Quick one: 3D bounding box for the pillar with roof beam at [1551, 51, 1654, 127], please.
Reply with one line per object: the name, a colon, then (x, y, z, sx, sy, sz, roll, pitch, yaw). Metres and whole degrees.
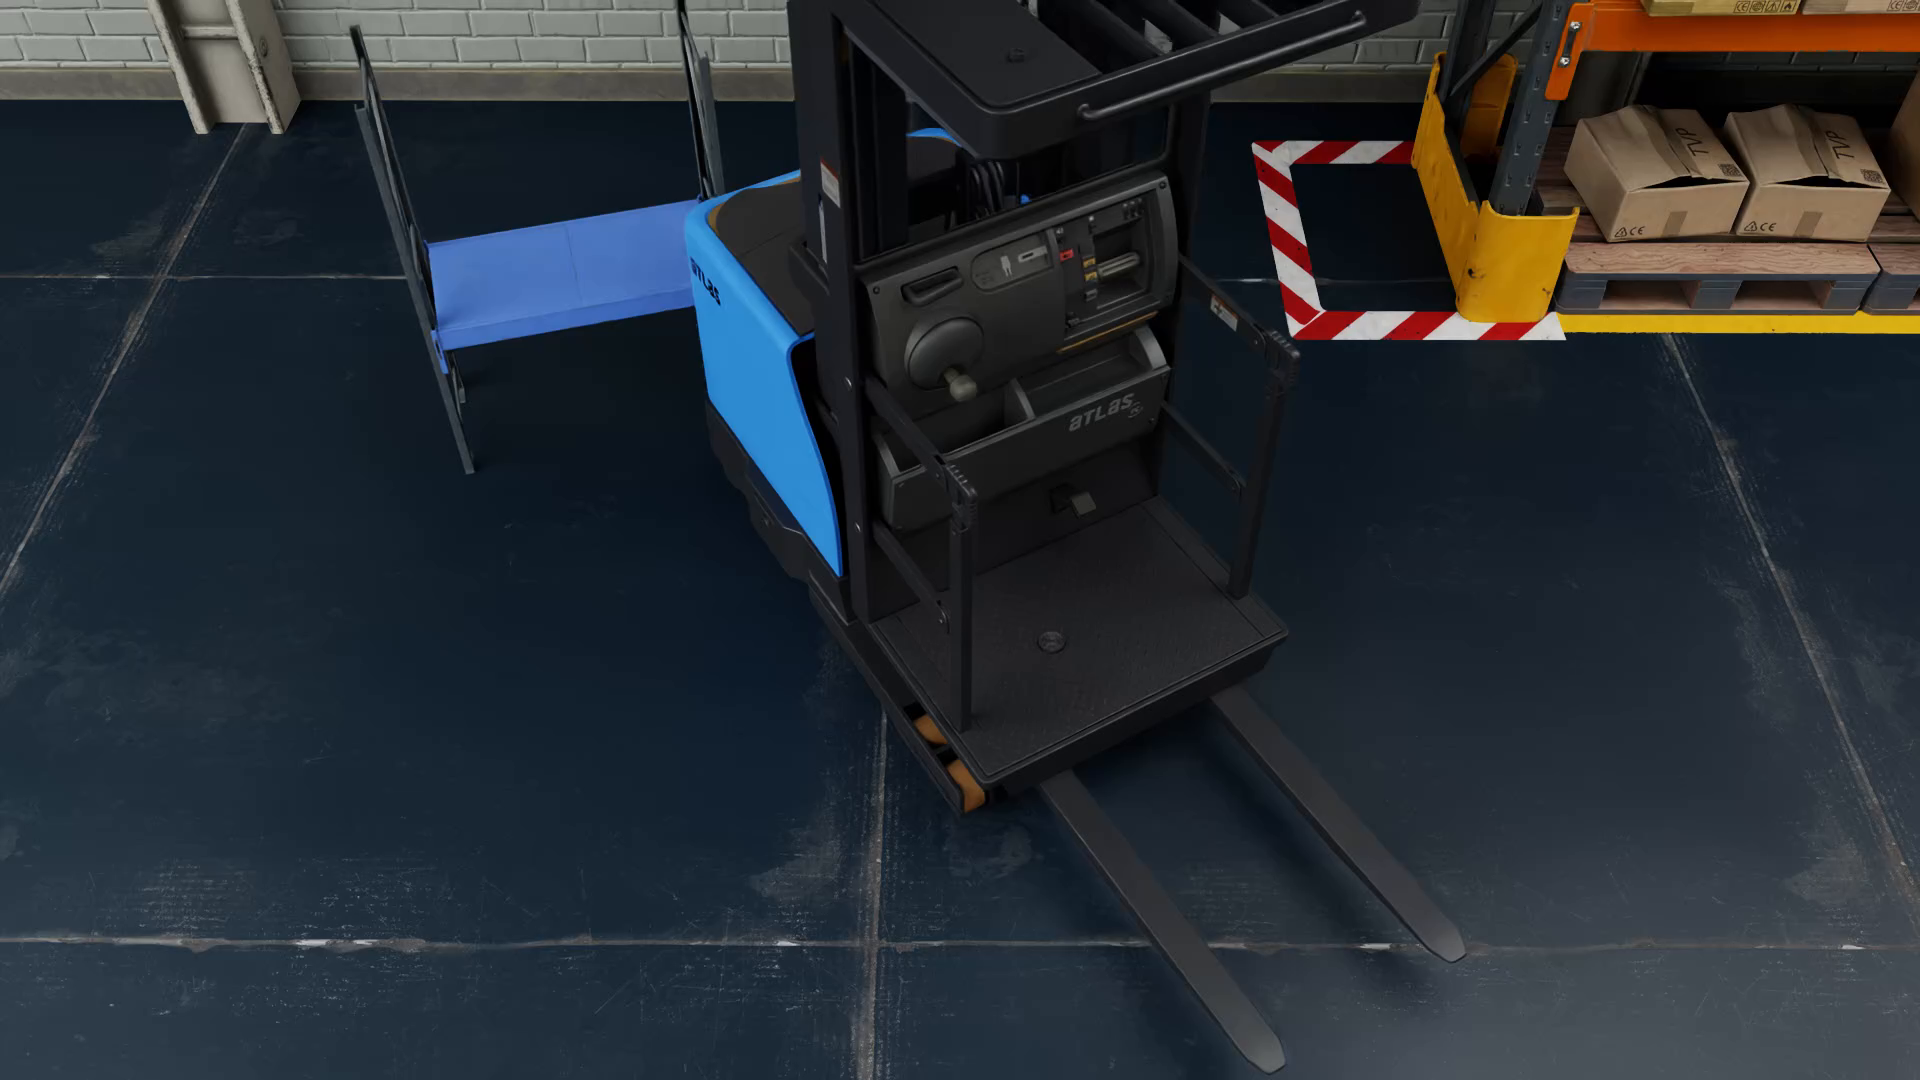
pillar with roof beam: (2.760, -1.831, 1.306, 0.400, 9.000, 9.100, 0, 47, 0)

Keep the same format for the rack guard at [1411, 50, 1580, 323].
rack guard: (2.149, -1.455, 6.762, 0.348, 0.500, 1.175, 0, 47, 0)

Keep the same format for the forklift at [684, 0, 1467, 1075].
forklift: (0.291, -0.575, 4.282, 1.130, 2.935, 3.031, -24, 51, -20)

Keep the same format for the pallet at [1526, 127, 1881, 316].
pallet: (2.962, -1.328, 6.842, 1.213, 0.211, 1.003, 0, 47, 0)

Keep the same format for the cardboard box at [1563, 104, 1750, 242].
cardboard box: (2.765, -1.473, 6.608, 0.500, 0.311, 0.500, -5, 47, -4)

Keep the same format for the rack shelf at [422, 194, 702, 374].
rack shelf: (-1.338, -0.906, 5.814, 1.000, 0.185, 0.538, -12, 48, -11)

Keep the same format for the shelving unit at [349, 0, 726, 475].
shelving unit: (-1.338, -1.028, 5.682, 1.048, 1.500, 0.538, -12, 48, -11)

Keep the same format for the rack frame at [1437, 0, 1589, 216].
rack frame: (2.073, -2.306, 5.848, 0.127, 3.000, 1.000, 0, 47, 0)

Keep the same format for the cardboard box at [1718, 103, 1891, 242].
cardboard box: (3.335, -1.471, 6.606, 0.500, 0.311, 0.500, 4, 47, 3)

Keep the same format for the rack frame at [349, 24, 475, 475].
rack frame: (-1.826, -0.925, 5.586, 0.032, 1.500, 0.500, -12, 48, -11)

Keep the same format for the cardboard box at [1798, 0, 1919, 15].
cardboard box: (3.079, -2.037, 5.686, 0.500, 0.250, 0.500, -1, 47, -1)

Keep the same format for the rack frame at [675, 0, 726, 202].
rack frame: (-0.850, -1.132, 5.779, 0.032, 1.500, 0.500, -12, 48, -11)

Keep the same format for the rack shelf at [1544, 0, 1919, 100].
rack shelf: (4.073, -2.056, 6.106, 4.000, 0.370, 1.077, 0, 47, 0)

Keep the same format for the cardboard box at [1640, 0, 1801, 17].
cardboard box: (2.560, -2.028, 5.678, 0.500, 0.250, 0.500, -1, 47, -1)

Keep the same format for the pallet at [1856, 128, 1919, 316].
pallet: (4.178, -1.323, 6.837, 1.213, 0.211, 1.003, 0, 47, 0)

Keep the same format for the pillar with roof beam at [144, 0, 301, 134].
pillar with roof beam: (-3.239, -1.847, 1.321, 0.400, 9.000, 9.100, 0, 47, 0)

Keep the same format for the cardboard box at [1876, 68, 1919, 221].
cardboard box: (4.068, -1.497, 6.501, 0.500, 0.500, 0.700, -3, 47, -2)
